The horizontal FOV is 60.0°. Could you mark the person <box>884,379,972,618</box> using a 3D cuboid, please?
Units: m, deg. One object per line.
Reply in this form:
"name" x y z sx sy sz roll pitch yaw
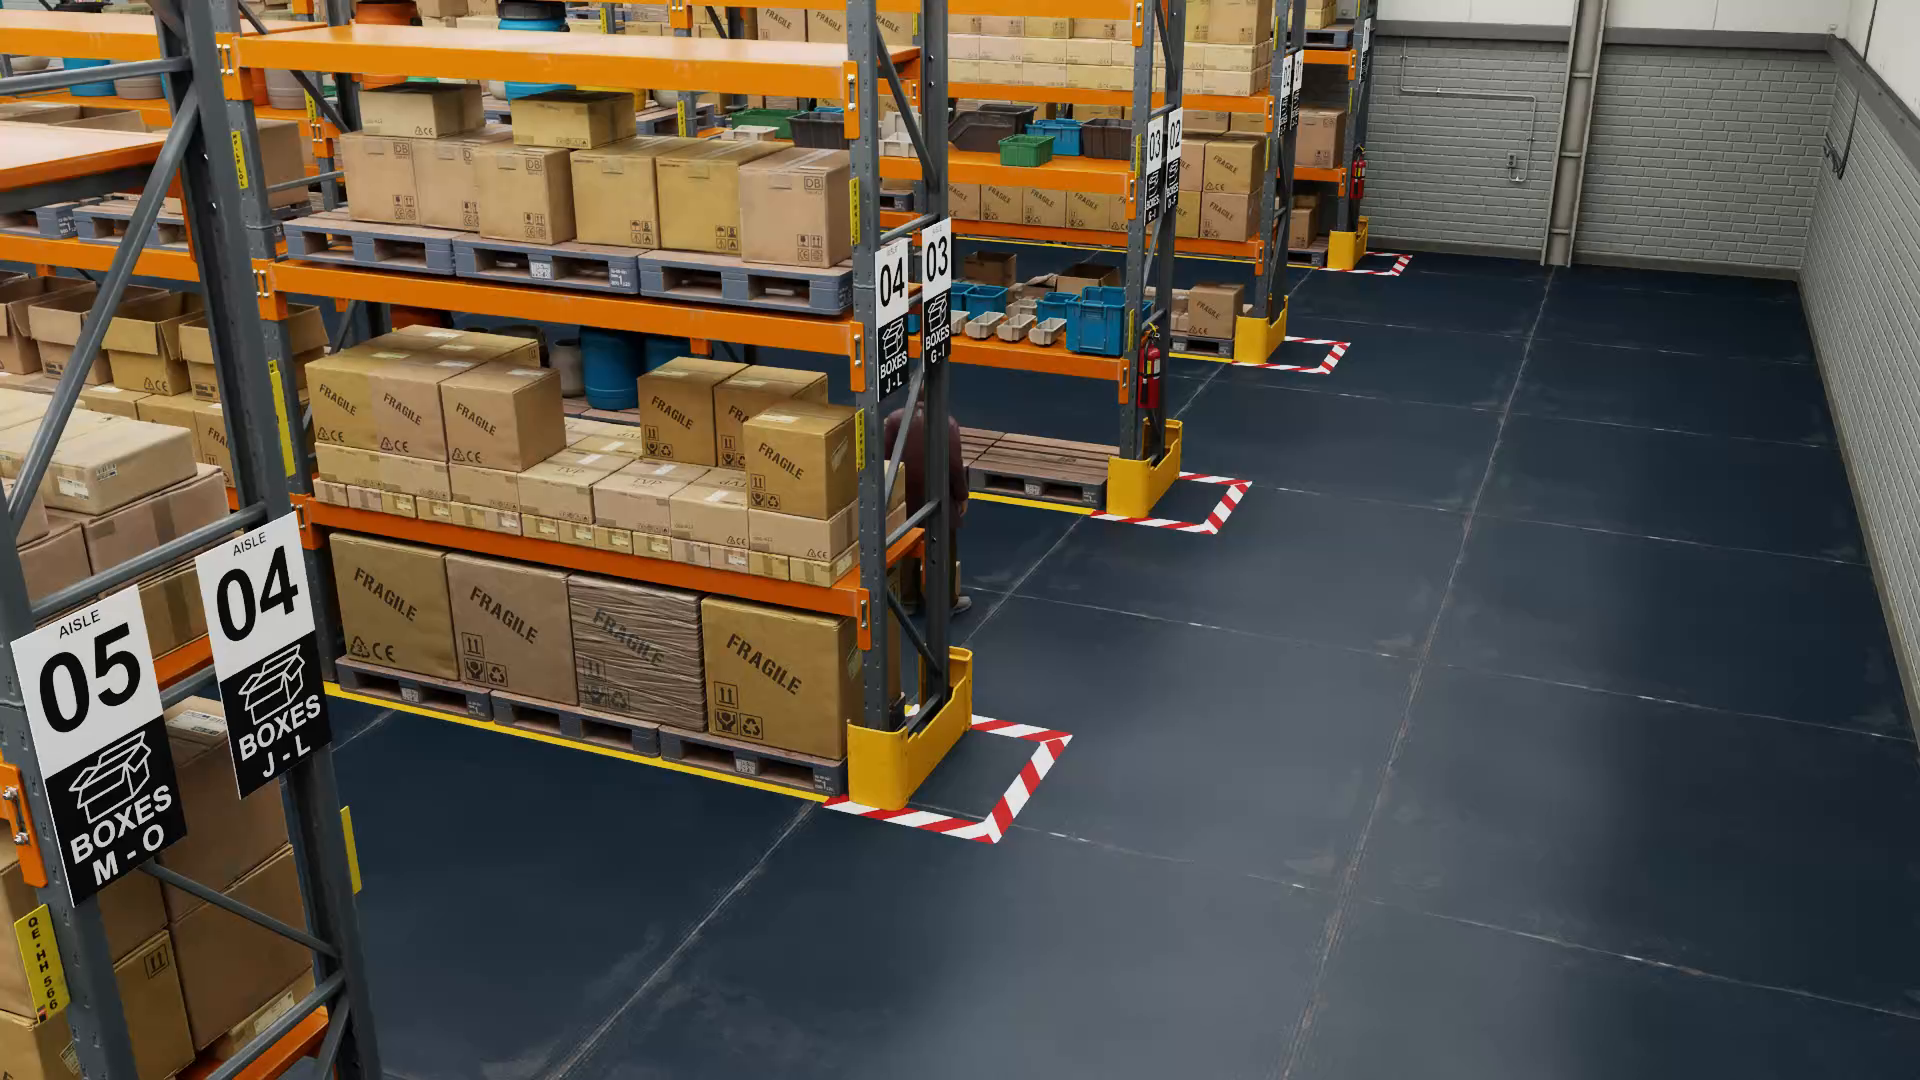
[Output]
"person" -0.240 -0.316 11.745 0.642 1.774 0.422 9 24 20
